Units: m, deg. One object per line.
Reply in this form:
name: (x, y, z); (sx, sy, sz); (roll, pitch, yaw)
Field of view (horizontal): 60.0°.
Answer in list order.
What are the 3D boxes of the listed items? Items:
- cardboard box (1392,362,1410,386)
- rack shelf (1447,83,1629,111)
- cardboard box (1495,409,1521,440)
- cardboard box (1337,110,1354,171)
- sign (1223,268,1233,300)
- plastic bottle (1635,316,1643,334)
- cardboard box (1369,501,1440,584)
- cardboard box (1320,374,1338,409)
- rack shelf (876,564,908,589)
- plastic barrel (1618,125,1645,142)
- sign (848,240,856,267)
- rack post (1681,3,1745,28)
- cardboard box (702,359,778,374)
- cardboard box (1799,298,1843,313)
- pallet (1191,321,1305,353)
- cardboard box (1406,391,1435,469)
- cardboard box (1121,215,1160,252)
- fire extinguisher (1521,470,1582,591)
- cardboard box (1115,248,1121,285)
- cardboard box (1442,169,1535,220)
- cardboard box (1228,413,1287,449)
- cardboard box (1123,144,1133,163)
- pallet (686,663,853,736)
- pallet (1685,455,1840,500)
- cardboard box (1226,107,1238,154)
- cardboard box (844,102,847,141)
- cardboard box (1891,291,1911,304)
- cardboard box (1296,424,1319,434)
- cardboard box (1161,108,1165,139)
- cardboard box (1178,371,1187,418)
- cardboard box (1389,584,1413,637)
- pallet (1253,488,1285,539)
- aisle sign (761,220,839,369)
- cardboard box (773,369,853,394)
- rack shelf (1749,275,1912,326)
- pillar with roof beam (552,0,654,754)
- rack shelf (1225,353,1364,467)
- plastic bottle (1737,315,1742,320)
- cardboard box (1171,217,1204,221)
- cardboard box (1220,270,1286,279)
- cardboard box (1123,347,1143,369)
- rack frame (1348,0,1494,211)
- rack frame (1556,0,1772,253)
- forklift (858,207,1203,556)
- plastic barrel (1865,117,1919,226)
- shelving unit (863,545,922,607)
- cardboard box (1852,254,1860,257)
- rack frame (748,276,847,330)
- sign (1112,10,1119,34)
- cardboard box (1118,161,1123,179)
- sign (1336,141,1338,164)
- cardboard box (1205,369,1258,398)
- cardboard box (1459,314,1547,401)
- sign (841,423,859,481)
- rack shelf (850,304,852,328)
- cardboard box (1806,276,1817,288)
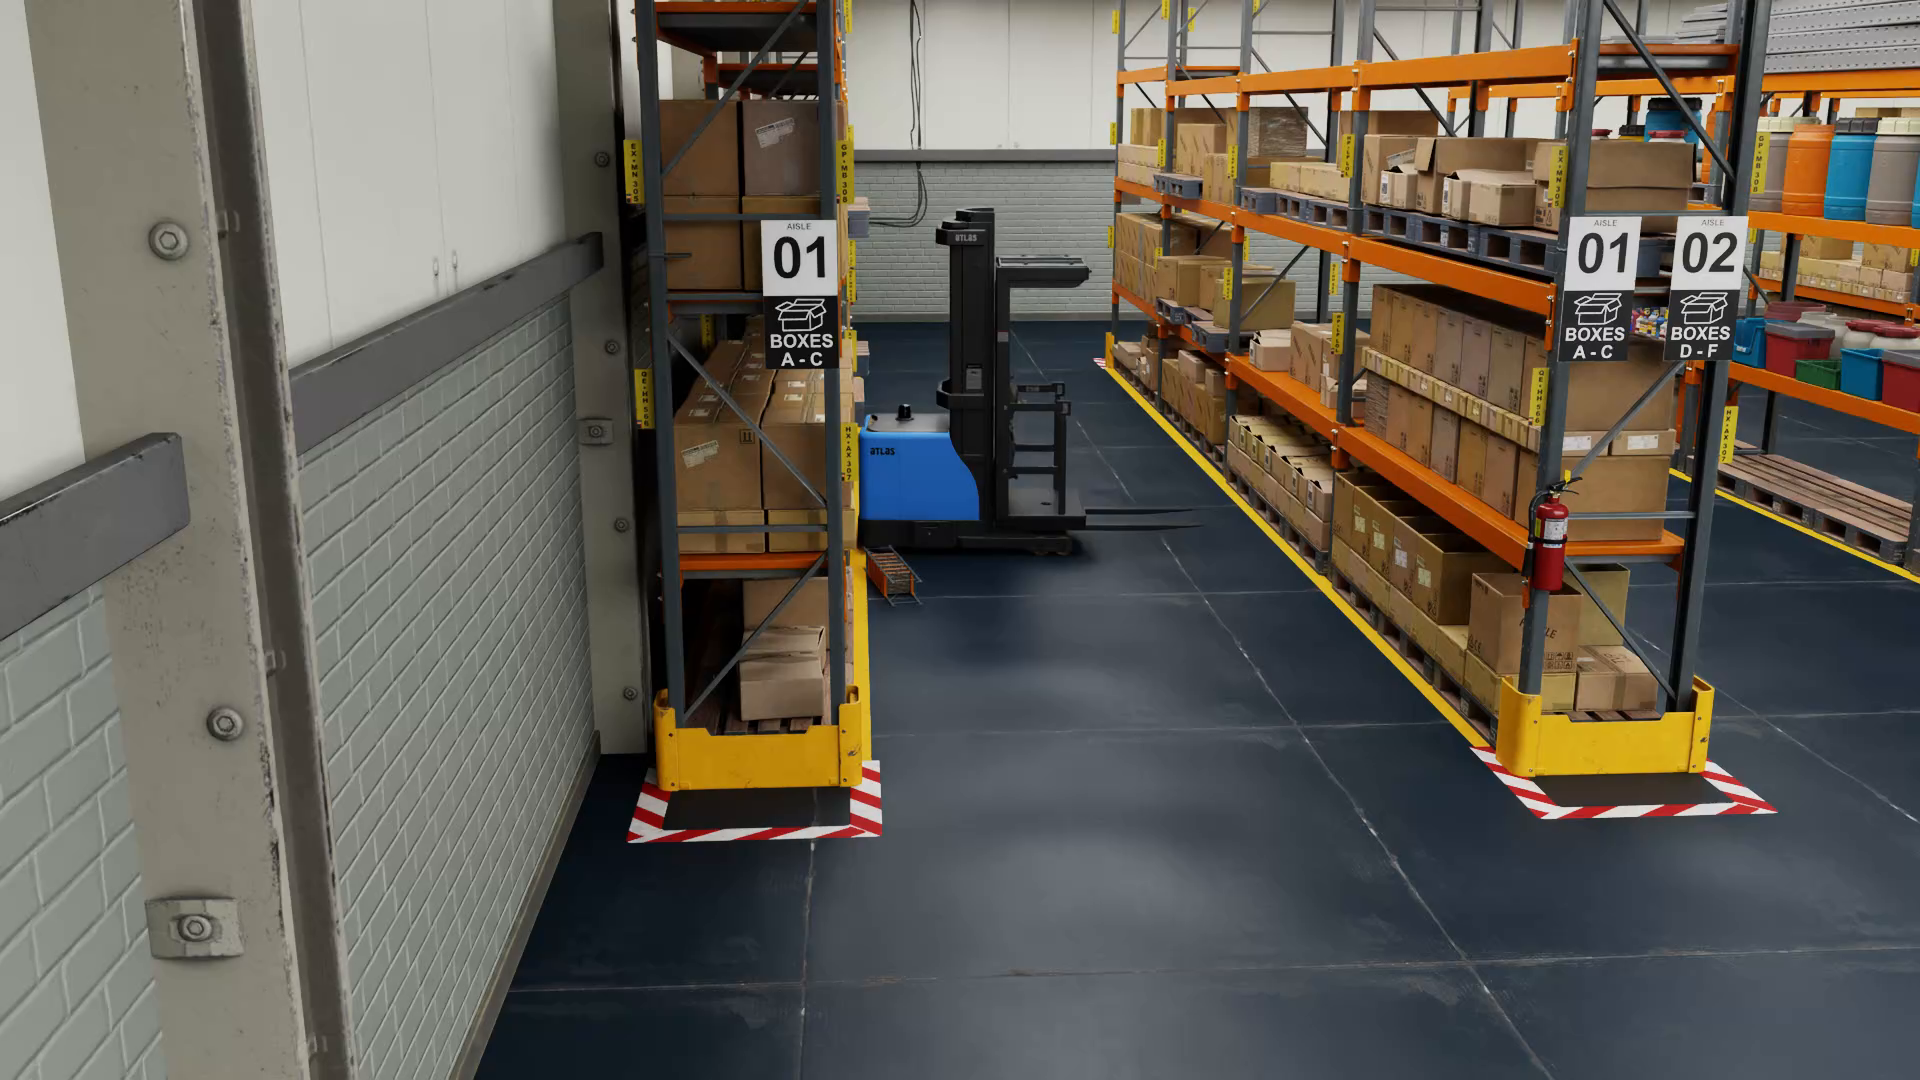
cardboard box: (3.419, -1.228, 12.276); (0.380, 0.149, 0.250); (-1, 14, -4)
rack shelf: (7.869, -6.053, 22.738); (1.077, 0.370, 4.000); (-1, 14, -3)
cardboard box: (3.545, -0.715, 10.284); (0.380, 0.149, 0.250); (-1, 14, -4)
cardboard box: (3.487, -3.369, 14.033); (0.500, 0.500, 0.500); (1, 14, 2)
sign: (2.756, -2.633, 17.076); (0.100, 0.325, 0.005); (-1, 14, -3)
plastic bottle: (7.744, -2.451, 18.931); (0.097, 0.201, 0.097); (0, 14, 0)
cardboard box: (3.323, 0.007, 12.149); (0.500, 0.500, 0.500); (-1, 14, -3)
cardboard box: (3.307, -1.278, 14.242); (0.396, 0.266, 0.258); (-1, 14, -5)
rack shelf: (-0.549, 0.291, 13.501); (0.258, 0.180, 0.103); (-4, 15, -14)
plastic barrel: (8.252, -4.715, 20.093); (0.600, 0.588, 0.600); (0, 14, 0)
sign: (-1.354, -3.572, 20.726); (0.100, 0.325, 0.005); (-1, 14, -3)
rack post: (8.095, -5.545, 17.481); (0.624, 0.289, 0.986); (-1, 14, -3)
cardboard box: (-1.525, -0.977, 11.559); (0.500, 0.500, 0.500); (0, 14, -2)
cardboard box: (12.864, -3.053, 24.295); (0.875, 0.875, 0.875); (-1, 14, -3)
pallet: (3.185, -2.196, 17.927); (1.213, 0.211, 1.003); (-1, 14, -3)
cardboard box: (3.645, -0.809, 11.951); (0.700, 0.500, 0.500); (-1, 14, -3)
cardboard box: (2.605, -4.400, 23.899); (0.500, 0.500, 0.500); (-1, 14, -3)
fire extinguisher: (3.336, -0.058, 9.387); (0.296, 0.674, 0.183); (-1, 14, -3)
cardboard box: (2.565, -4.045, 24.528); (0.500, 0.500, 0.500); (-1, 14, -2)
cardboard box: (3.423, -2.233, 10.722); (0.500, 0.311, 0.500); (1, 14, 3)
cardboard box: (3.036, -1.130, 16.949); (0.500, 0.311, 0.500); (0, 14, -2)
cardboard box: (2.597, -5.477, 23.572); (0.500, 0.250, 0.500); (-1, 14, -3)
pallet: (-1.171, 1.074, 10.427); (1.003, 0.211, 1.213); (-1, 14, -3)
pallet: (8.250, -0.653, 17.142); (1.003, 0.211, 1.213); (-1, 14, -3)
cardboard box: (3.213, -4.469, 18.150); (0.500, 0.500, 0.500); (-1, 14, -3)
cardboard box: (-1.011, -2.658, 11.071); (0.500, 0.500, 0.500); (-1, 14, -5)
cardboard box: (12.590, -3.218, 22.016); (0.380, 0.149, 0.250); (-1, 14, -3)
cardboard box: (3.614, -1.009, 16.479); (0.500, 0.311, 0.500); (-1, 14, -4)
cardboard box: (3.054, -5.473, 22.051); (0.700, 0.500, 0.500); (-1, 14, -3)
cardboard box: (2.903, -1.738, 19.895); (0.500, 0.500, 0.500); (-1, 14, -3)
cardboard box: (3.359, 0.495, 11.760); (0.500, 0.250, 0.500); (-1, 14, -3)
pallet: (3.381, -0.263, 15.625); (1.003, 0.211, 1.213); (-1, 14, -3)
aisle sign: (-0.848, -1.300, 8.843); (0.394, 0.787, 0.004); (-1, 14, -3)
cardboard box: (-0.972, -0.858, 11.097); (0.500, 0.500, 0.500); (0, 14, -2)
rack shelf: (12.812, -3.417, 23.732); (1.077, 0.370, 4.000); (-1, 14, -3)
pillar with roof beam: (2.238, -3.187, 9.354); (9.100, 9.000, 0.400); (-1, 14, -3)
rack shelf: (3.421, -1.276, 15.409); (1.077, 0.370, 4.000); (-1, 14, -3)
plastic bottle: (8.562, -2.336, 18.319); (0.061, 0.283, 0.133); (-1, 14, -3)
cardboard box: (3.172, -4.283, 23.445); (0.500, 0.500, 0.500); (0, 14, -2)
cardboard box: (3.279, -2.759, 18.685); (0.700, 0.500, 0.500); (2, 15, 7)
cardboard box: (2.613, -2.604, 23.764); (0.500, 0.250, 0.500); (-1, 14, -3)
rack frame: (3.544, -4.032, 12.639); (1.000, 3.000, 0.127); (-1, 14, -3)
rack frame: (3.792, -3.037, 8.772); (1.000, 3.000, 0.127); (-1, 14, -3)
forklift: (0.625, -1.418, 14.655); (3.031, 2.935, 1.130); (0, 14, 1)
plastic barrel: (8.200, -3.184, 14.354); (0.600, 0.901, 0.600); (0, 14, 0)
shelving unit: (-0.560, 0.281, 13.542); (0.258, 0.189, 1.200); (-4, 15, -14)
cardboard box: (13.014, -4.092, 24.615); (0.500, 0.250, 0.500); (-1, 14, -4)
rack frame: (-1.647, -2.044, 16.952); (1.000, 3.000, 0.127); (-1, 14, -3)
sign: (2.259, -7.499, 24.079); (0.100, 0.325, 0.005); (-1, 14, -3)
cardboard box: (2.579, -5.360, 24.118); (0.500, 0.250, 0.500); (-1, 14, -3)
sign: (3.851, -3.870, 16.830); (0.100, 0.325, 0.005); (-1, 14, -3)
cardboard box: (2.997, -1.730, 18.360); (0.500, 0.250, 0.500); (0, 14, -1)
cardboard box: (3.703, -1.194, 10.844); (0.700, 0.500, 0.500); (-1, 14, -3)
sign: (-0.610, -0.482, 9.144); (0.100, 0.325, 0.005); (-1, 14, -3)
rack shelf: (-2.019, -3.188, 22.841); (1.077, 0.370, 4.000); (-1, 14, -3)
cardboard box: (12.463, -3.728, 24.002); (0.380, 0.149, 0.250); (-1, 14, -4)
